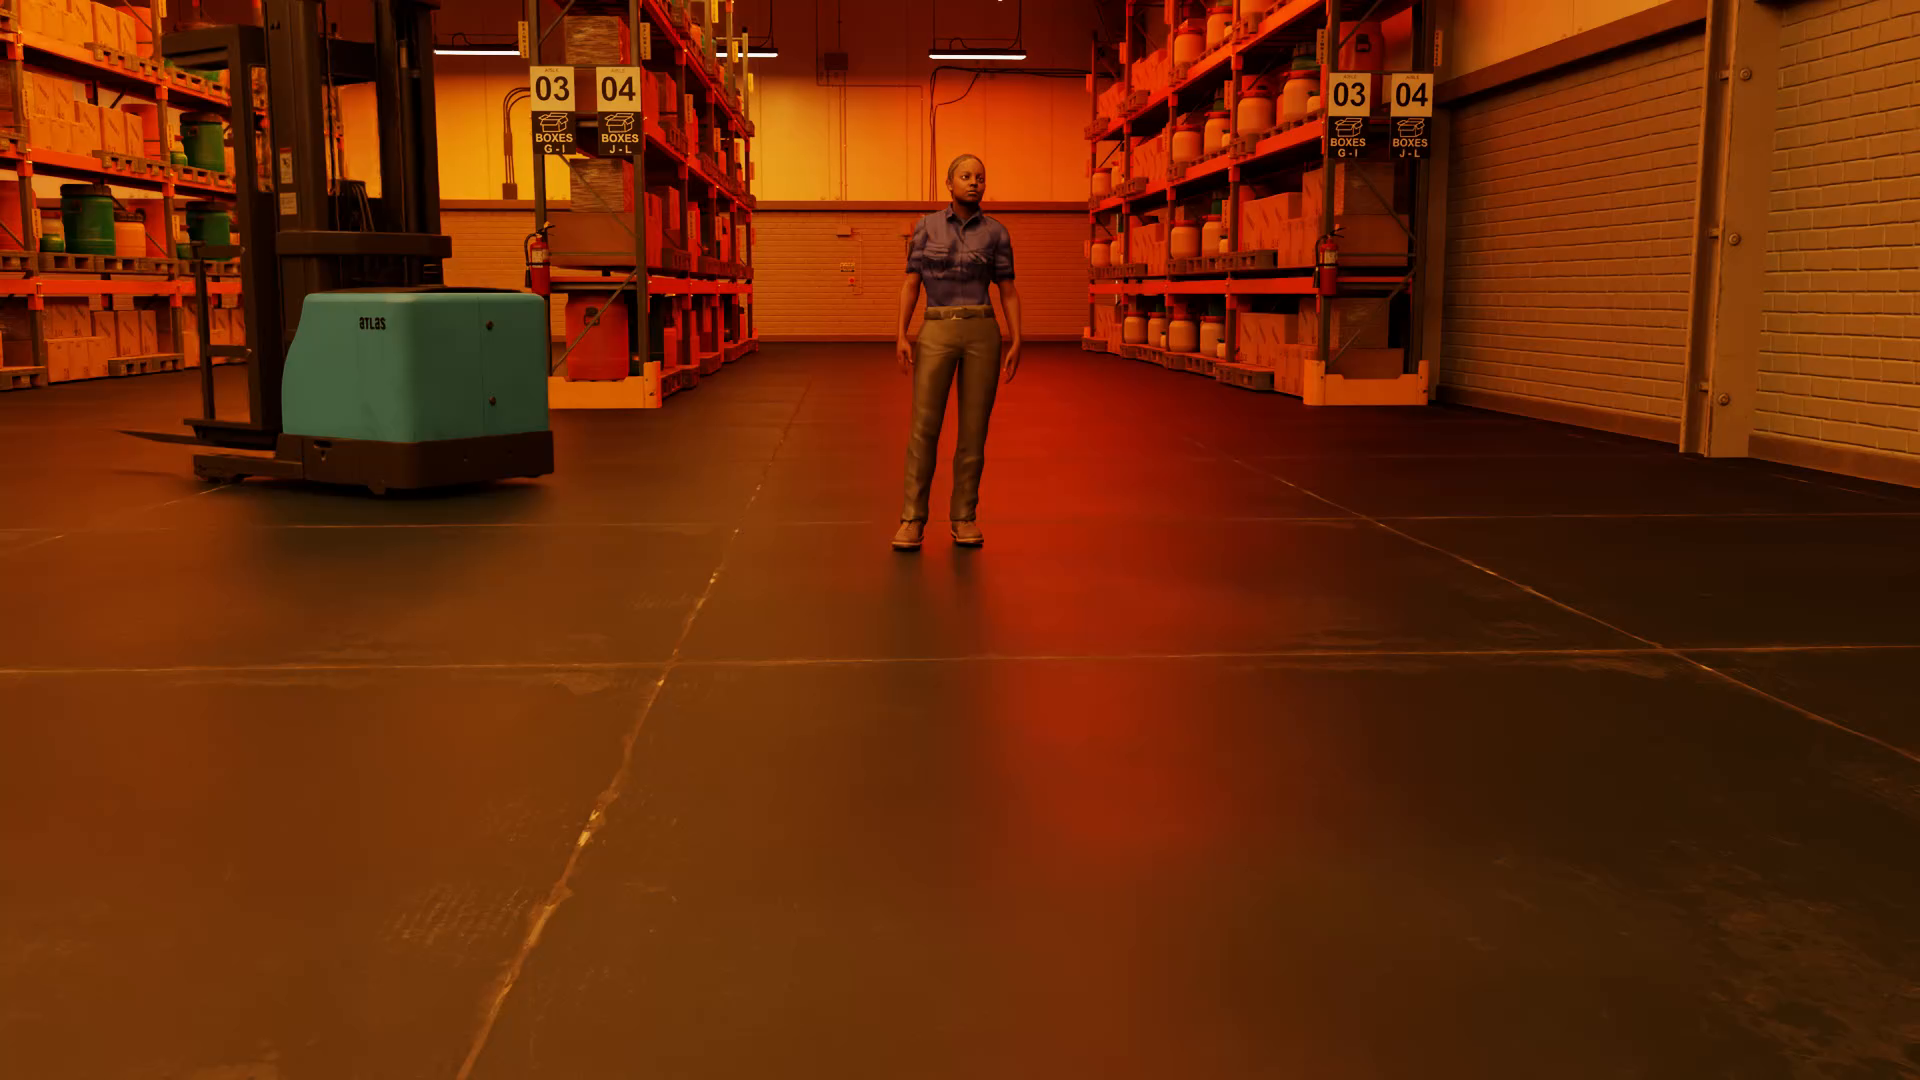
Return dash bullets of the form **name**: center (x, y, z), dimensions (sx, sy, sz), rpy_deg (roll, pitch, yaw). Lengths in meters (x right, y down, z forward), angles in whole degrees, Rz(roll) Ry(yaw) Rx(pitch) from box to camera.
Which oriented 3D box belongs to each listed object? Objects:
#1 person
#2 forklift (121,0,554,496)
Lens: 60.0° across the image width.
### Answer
- **person**: center (-0.014, -0.813, 7.099), dimensions (0.569, 1.656, 0.503), rpy_deg (-1, 8, -4)
- **forklift**: center (-3.797, -1.824, 9.613), dimensions (3.031, 2.935, 1.130), rpy_deg (6, 10, 34)
